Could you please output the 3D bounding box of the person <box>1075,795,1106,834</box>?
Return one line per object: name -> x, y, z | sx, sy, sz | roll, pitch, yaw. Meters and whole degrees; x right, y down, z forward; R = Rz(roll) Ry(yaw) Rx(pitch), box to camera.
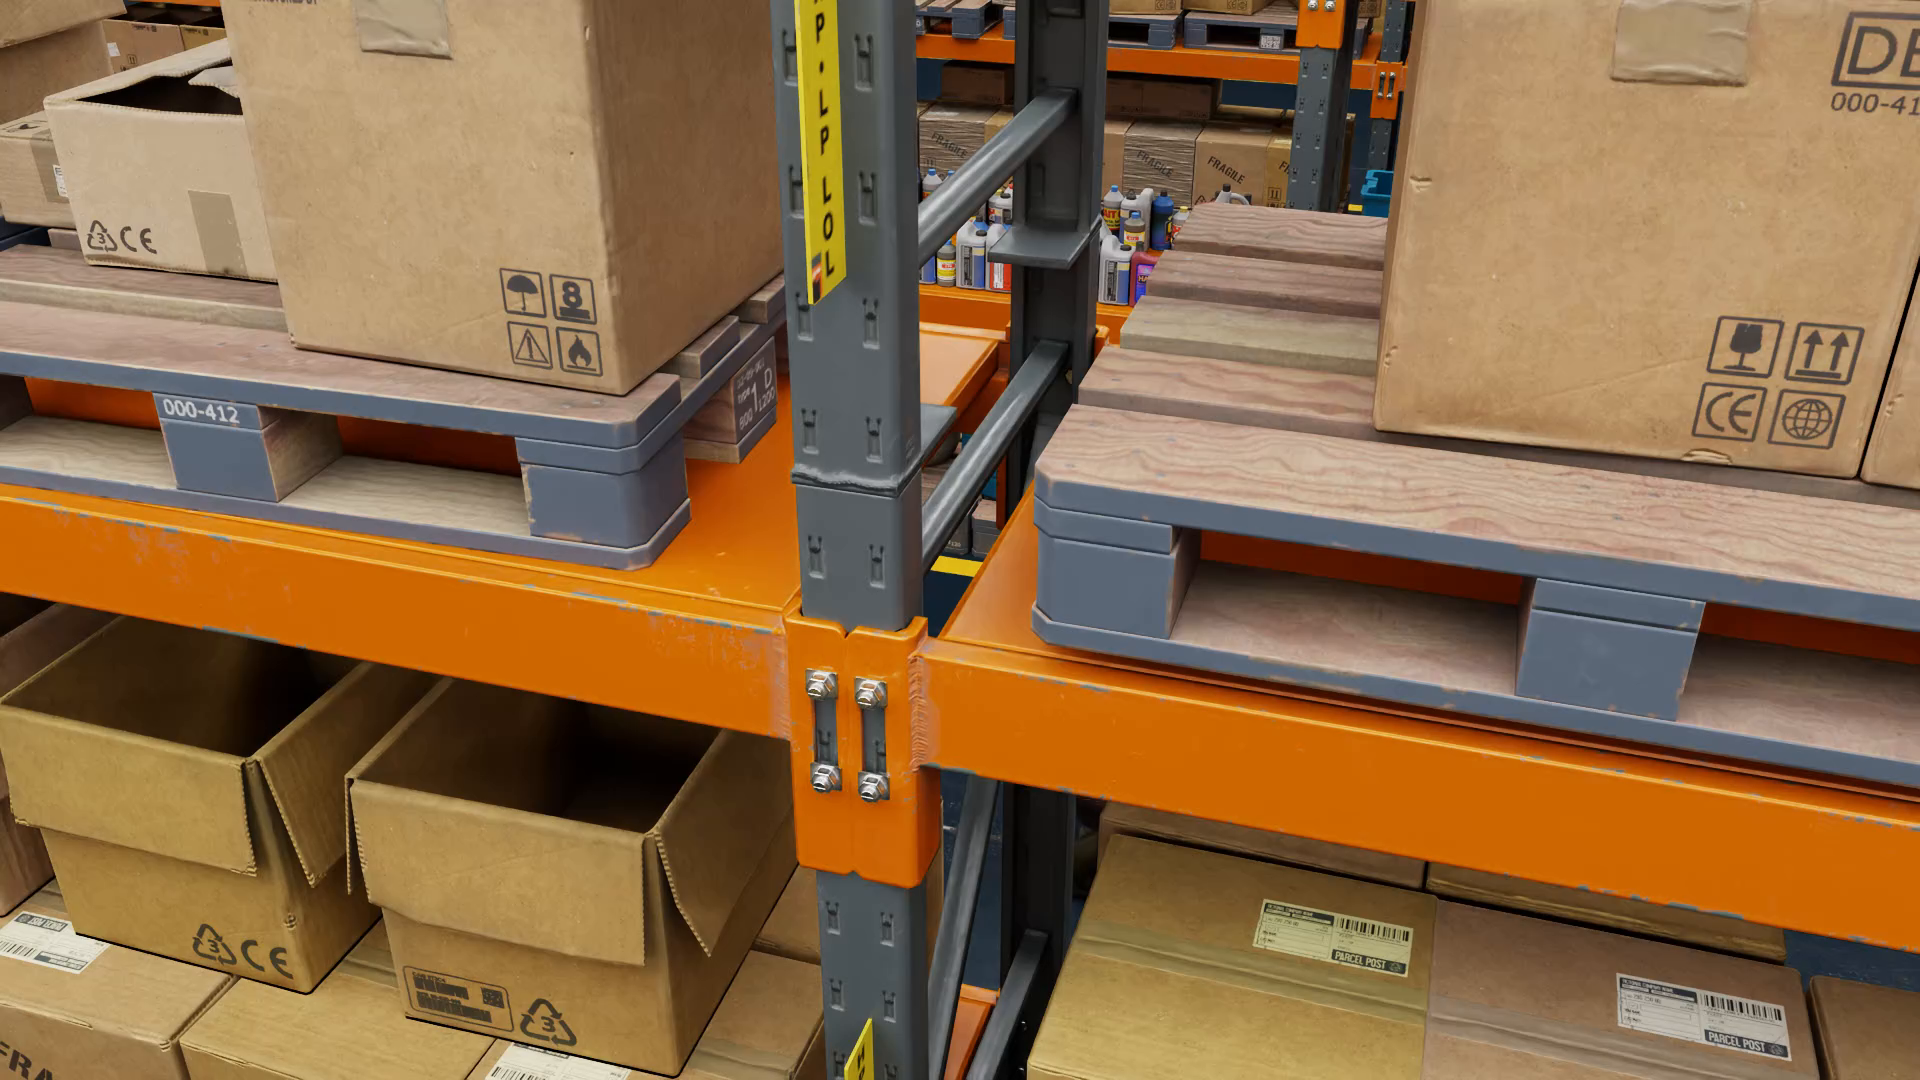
person -> 0.607, 0.645, 5.571 | 0.824, 0.681, 0.611 | 8, 30, 15
